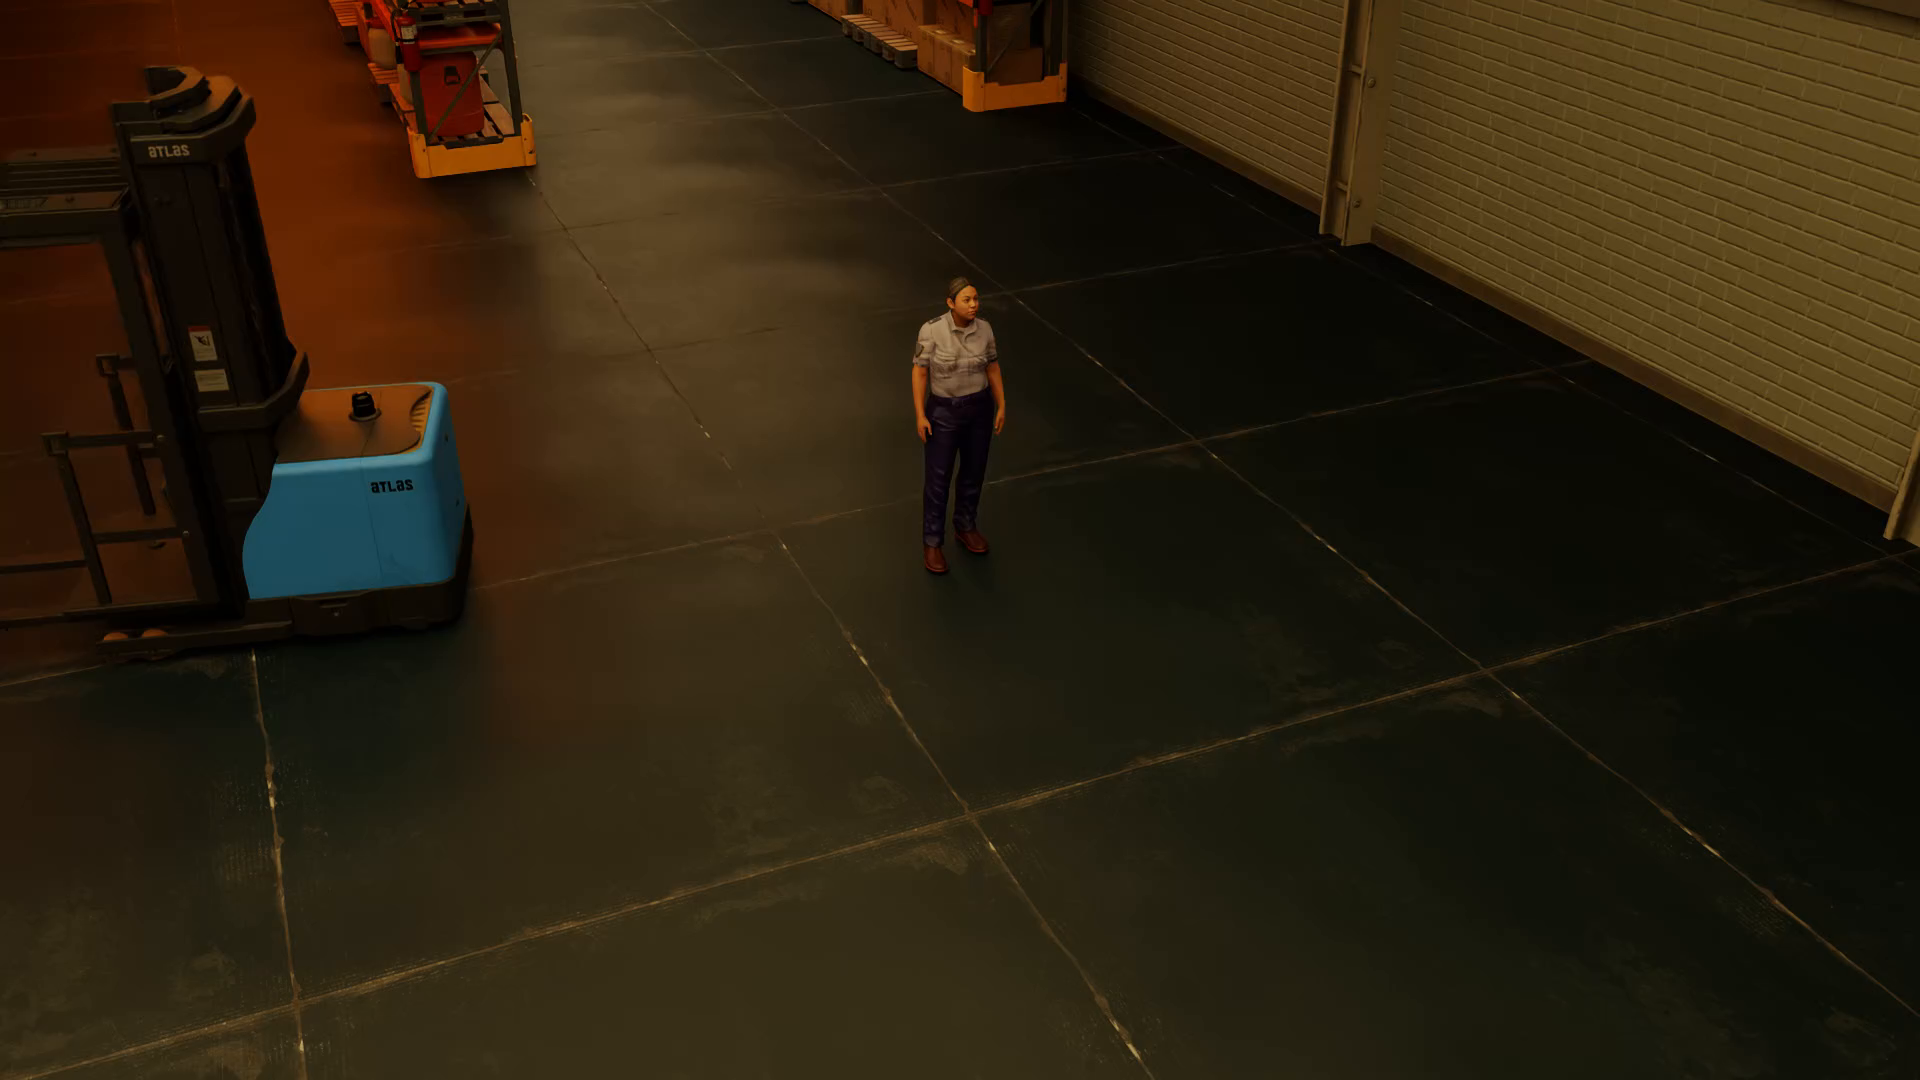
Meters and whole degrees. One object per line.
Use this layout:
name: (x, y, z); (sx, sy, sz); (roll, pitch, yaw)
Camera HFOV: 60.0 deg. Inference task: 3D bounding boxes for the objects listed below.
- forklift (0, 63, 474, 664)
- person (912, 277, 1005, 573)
forklift: (-4.330, -0.893, 8.682); (3.031, 2.935, 1.130); (-5, 30, -9)
person: (0.015, -0.671, 9.583); (0.598, 1.641, 0.502); (-12, 32, -20)
